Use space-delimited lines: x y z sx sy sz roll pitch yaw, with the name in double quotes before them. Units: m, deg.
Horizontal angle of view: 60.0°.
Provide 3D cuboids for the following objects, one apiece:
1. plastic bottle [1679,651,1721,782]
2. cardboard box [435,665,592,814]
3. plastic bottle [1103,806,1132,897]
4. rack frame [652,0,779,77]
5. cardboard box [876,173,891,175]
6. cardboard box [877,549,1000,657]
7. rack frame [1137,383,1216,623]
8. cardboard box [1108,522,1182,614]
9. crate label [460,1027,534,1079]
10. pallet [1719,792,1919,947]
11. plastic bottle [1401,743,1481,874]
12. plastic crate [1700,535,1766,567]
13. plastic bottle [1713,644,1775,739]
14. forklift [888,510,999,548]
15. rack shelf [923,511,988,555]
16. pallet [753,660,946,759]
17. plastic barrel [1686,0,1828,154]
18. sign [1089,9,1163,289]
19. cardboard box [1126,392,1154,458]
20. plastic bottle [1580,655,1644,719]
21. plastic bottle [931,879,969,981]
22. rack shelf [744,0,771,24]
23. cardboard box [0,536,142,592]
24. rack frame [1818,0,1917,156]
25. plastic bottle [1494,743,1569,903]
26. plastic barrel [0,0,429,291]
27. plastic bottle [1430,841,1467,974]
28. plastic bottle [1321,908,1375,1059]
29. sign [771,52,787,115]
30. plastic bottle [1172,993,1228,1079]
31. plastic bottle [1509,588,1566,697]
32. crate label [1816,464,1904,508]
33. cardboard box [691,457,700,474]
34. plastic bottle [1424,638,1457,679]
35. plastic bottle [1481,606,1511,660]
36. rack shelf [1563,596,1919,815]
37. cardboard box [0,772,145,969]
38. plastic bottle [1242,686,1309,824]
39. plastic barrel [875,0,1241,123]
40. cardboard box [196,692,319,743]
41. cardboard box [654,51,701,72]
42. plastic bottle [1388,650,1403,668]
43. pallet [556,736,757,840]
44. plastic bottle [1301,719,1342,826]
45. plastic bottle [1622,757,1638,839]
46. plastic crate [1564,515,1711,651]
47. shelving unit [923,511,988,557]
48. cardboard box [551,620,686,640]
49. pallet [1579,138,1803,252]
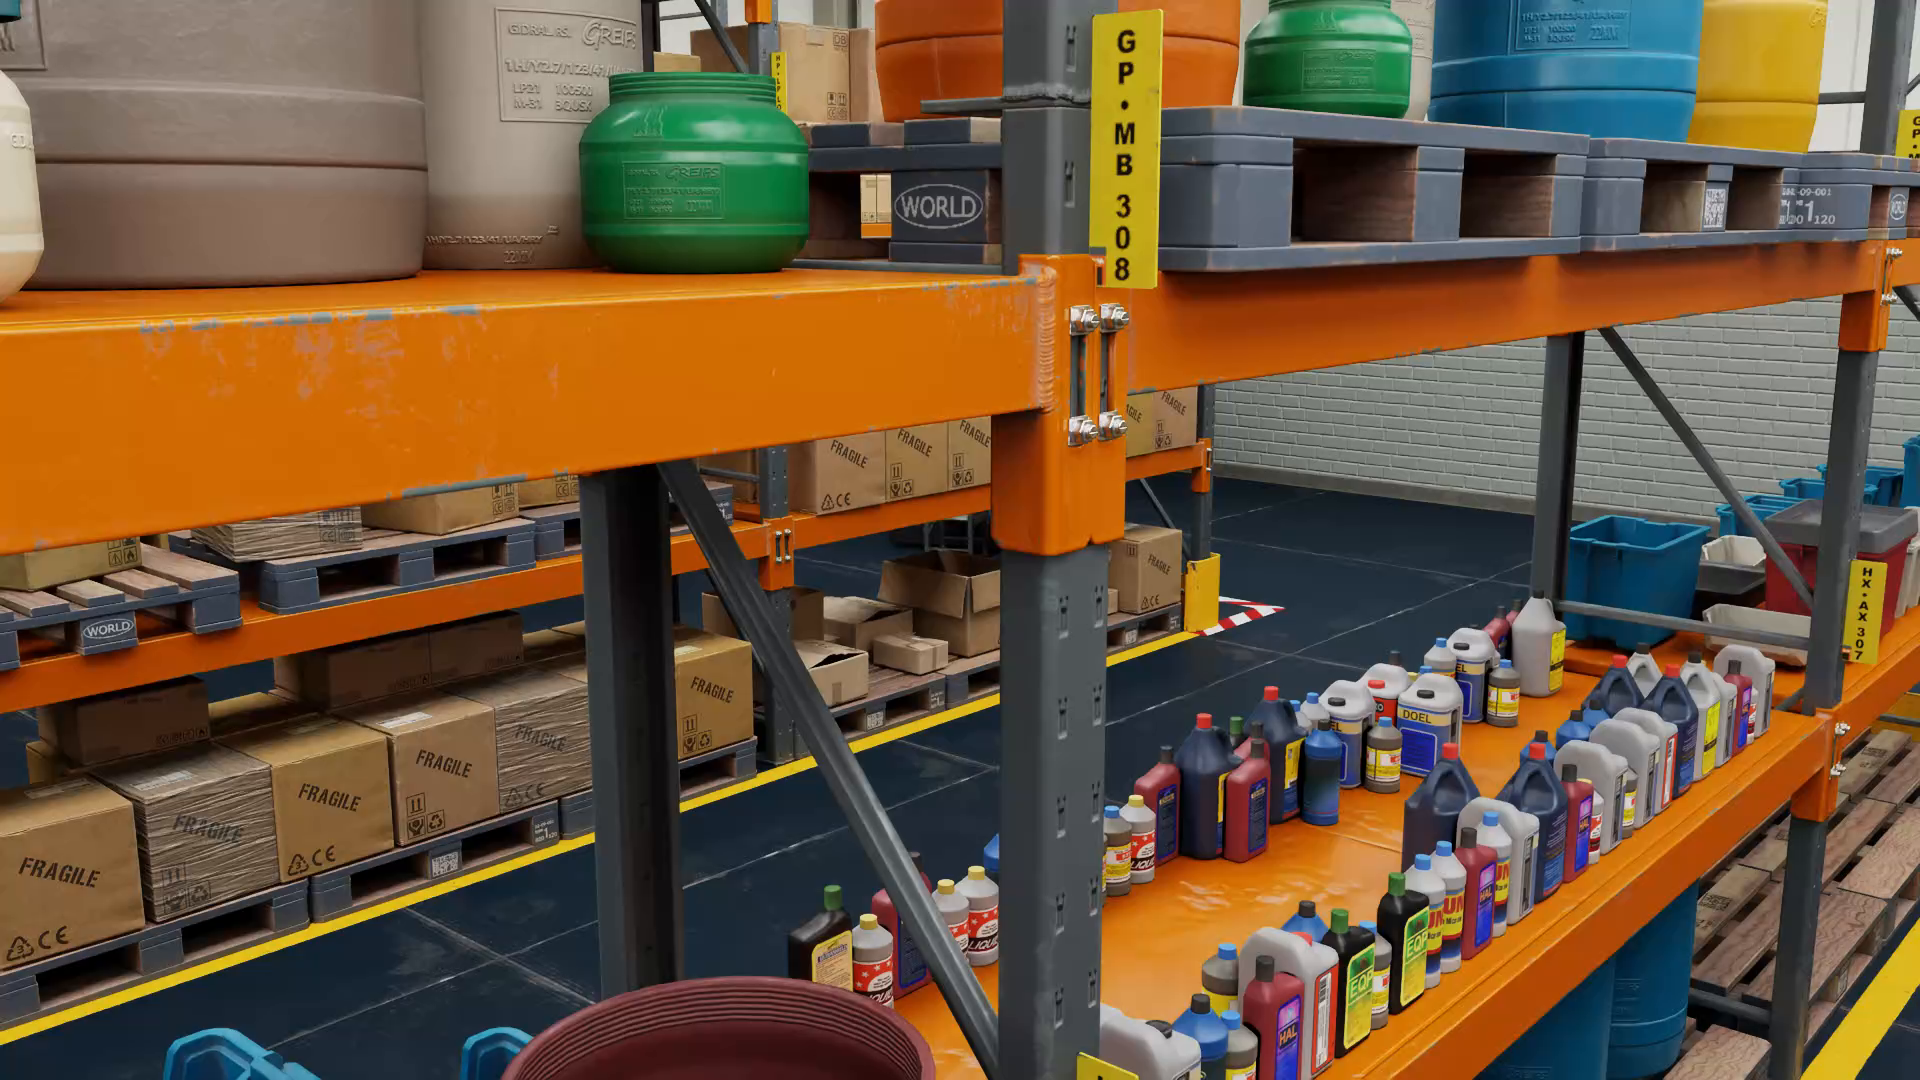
"plastic bottle" 2.062 0.492 4.713 0.144 0.351 0.185 10 15 40
"cardboard box" -2.070 0.915 7.731 0.500 0.500 0.500 10 15 41
"plastic bottle" 0.356 0.727 3.918 0.097 0.201 0.097 0 11 0
"rack frame" -1.296 -3.292 8.219 1.000 3.000 0.127 10 15 40
"cardboard box" -0.460 -2.106 9.045 0.500 0.250 0.500 10 15 40
"cardboard box" -0.060 0.381 10.395 0.797 0.503 0.637 10 15 40
"rack frame" 1.345 -0.939 11.753 1.000 3.000 0.127 10 15 40
"cardboard box" 1.171 0.183 11.395 0.500 0.500 0.500 10 15 40
"crate label" -0.778 0.975 2.600 0.303 0.233 0.416 10 15 40
"pallet" 3.684 1.365 7.340 1.003 0.211 1.213 10 15 40
"plastic bottle" 1.131 0.655 3.901 0.144 0.351 0.185 10 15 40
"plastic crate" 3.346 0.096 7.095 0.293 0.136 0.466 10 15 40
"plastic bottle" 2.405 0.451 5.110 0.152 0.276 0.135 10 15 40
"forklift" 0.265 -1.608 15.281 1.130 2.935 3.031 3 12 15
"rack shelf" -0.031 -0.155 13.772 0.431 0.518 0.480 3 12 15
"pallet" -0.842 0.916 9.585 1.003 0.211 1.213 10 15 40
"plastic barrel" 1.972 -1.318 4.440 0.600 0.588 0.600 0 11 0
"sign" 0.200 -0.470 2.016 0.100 0.325 0.005 10 15 40
"cardboard box" 0.914 -0.810 10.853 0.500 0.500 0.500 10 15 41
"plastic bottle" 1.831 0.501 4.670 0.144 0.351 0.185 10 15 40
"plastic bottle" -0.029 0.813 3.488 0.097 0.201 0.097 0 11 0
"rack shelf" -2.616 -2.449 6.855 1.077 0.370 4.000 10 15 40
"cardboard box" -3.605 -0.124 6.346 0.700 0.500 0.500 4 12 21
"rack frame" 2.422 -2.651 5.010 1.000 3.000 0.127 10 15 40
"plastic bottle" 1.334 0.654 3.902 0.144 0.351 0.185 10 15 40
"plastic barrel" -0.923 -0.745 1.844 0.600 0.901 0.600 0 11 0
"plastic bottle" 1.018 0.771 3.521 0.097 0.271 0.097 0 11 0
"plastic bottle" 0.739 0.833 3.182 0.061 0.283 0.133 10 15 40
"sign" -0.877 -2.197 8.067 0.100 0.325 0.005 10 15 40
"plastic bottle" 0.408 0.907 2.841 0.097 0.271 0.097 0 11 0
"plastic bottle" 1.920 0.331 5.523 0.144 0.351 0.185 10 15 40
"crate label" 4.653 -0.251 8.586 0.416 0.233 0.303 10 15 40
"cardboard box" -1.777 -0.564 8.551 0.700 0.500 0.500 4 12 21
"plastic bottle" 1.492 0.440 5.178 0.097 0.271 0.097 0 11 0
"plastic bottle" 1.772 0.366 5.517 0.061 0.283 0.133 10 15 40
"rack shelf" 3.743 0.349 7.141 1.077 0.370 4.000 10 15 40
"cardboard box" -3.421 1.218 6.212 0.500 0.500 0.500 11 15 43
"plastic bottle" 0.830 0.556 4.396 0.144 0.351 0.185 10 15 40
"plastic barrel" 0.159 -1.091 2.690 0.600 0.830 0.708 10 15 40
"cardboard box" -3.153 1.004 7.284 0.500 0.500 0.500 9 14 38
"cardboard box" -1.684 -2.061 8.129 0.600 0.600 0.600 8 14 35
"plastic bottle" 1.274 0.477 4.961 0.061 0.283 0.133 10 15 40
"pallet" -1.804 1.142 8.456 1.003 0.211 1.213 10 15 40
"plastic bottle" 0.949 0.604 4.358 0.097 0.271 0.097 0 11 0
"plastic bottle" 1.686 0.656 4.274 0.097 0.201 0.097 0 11 0
"plastic crate" 2.474 0.156 6.158 0.392 0.384 0.575 10 15 40
"shelving unit" -0.031 -0.855 13.632 0.431 2.100 0.503 3 12 15
"cardboard box" -1.798 0.699 8.810 0.500 0.500 0.500 9 14 38
"pallet" 1.232 -0.792 3.844 1.003 0.211 1.213 10 15 40
